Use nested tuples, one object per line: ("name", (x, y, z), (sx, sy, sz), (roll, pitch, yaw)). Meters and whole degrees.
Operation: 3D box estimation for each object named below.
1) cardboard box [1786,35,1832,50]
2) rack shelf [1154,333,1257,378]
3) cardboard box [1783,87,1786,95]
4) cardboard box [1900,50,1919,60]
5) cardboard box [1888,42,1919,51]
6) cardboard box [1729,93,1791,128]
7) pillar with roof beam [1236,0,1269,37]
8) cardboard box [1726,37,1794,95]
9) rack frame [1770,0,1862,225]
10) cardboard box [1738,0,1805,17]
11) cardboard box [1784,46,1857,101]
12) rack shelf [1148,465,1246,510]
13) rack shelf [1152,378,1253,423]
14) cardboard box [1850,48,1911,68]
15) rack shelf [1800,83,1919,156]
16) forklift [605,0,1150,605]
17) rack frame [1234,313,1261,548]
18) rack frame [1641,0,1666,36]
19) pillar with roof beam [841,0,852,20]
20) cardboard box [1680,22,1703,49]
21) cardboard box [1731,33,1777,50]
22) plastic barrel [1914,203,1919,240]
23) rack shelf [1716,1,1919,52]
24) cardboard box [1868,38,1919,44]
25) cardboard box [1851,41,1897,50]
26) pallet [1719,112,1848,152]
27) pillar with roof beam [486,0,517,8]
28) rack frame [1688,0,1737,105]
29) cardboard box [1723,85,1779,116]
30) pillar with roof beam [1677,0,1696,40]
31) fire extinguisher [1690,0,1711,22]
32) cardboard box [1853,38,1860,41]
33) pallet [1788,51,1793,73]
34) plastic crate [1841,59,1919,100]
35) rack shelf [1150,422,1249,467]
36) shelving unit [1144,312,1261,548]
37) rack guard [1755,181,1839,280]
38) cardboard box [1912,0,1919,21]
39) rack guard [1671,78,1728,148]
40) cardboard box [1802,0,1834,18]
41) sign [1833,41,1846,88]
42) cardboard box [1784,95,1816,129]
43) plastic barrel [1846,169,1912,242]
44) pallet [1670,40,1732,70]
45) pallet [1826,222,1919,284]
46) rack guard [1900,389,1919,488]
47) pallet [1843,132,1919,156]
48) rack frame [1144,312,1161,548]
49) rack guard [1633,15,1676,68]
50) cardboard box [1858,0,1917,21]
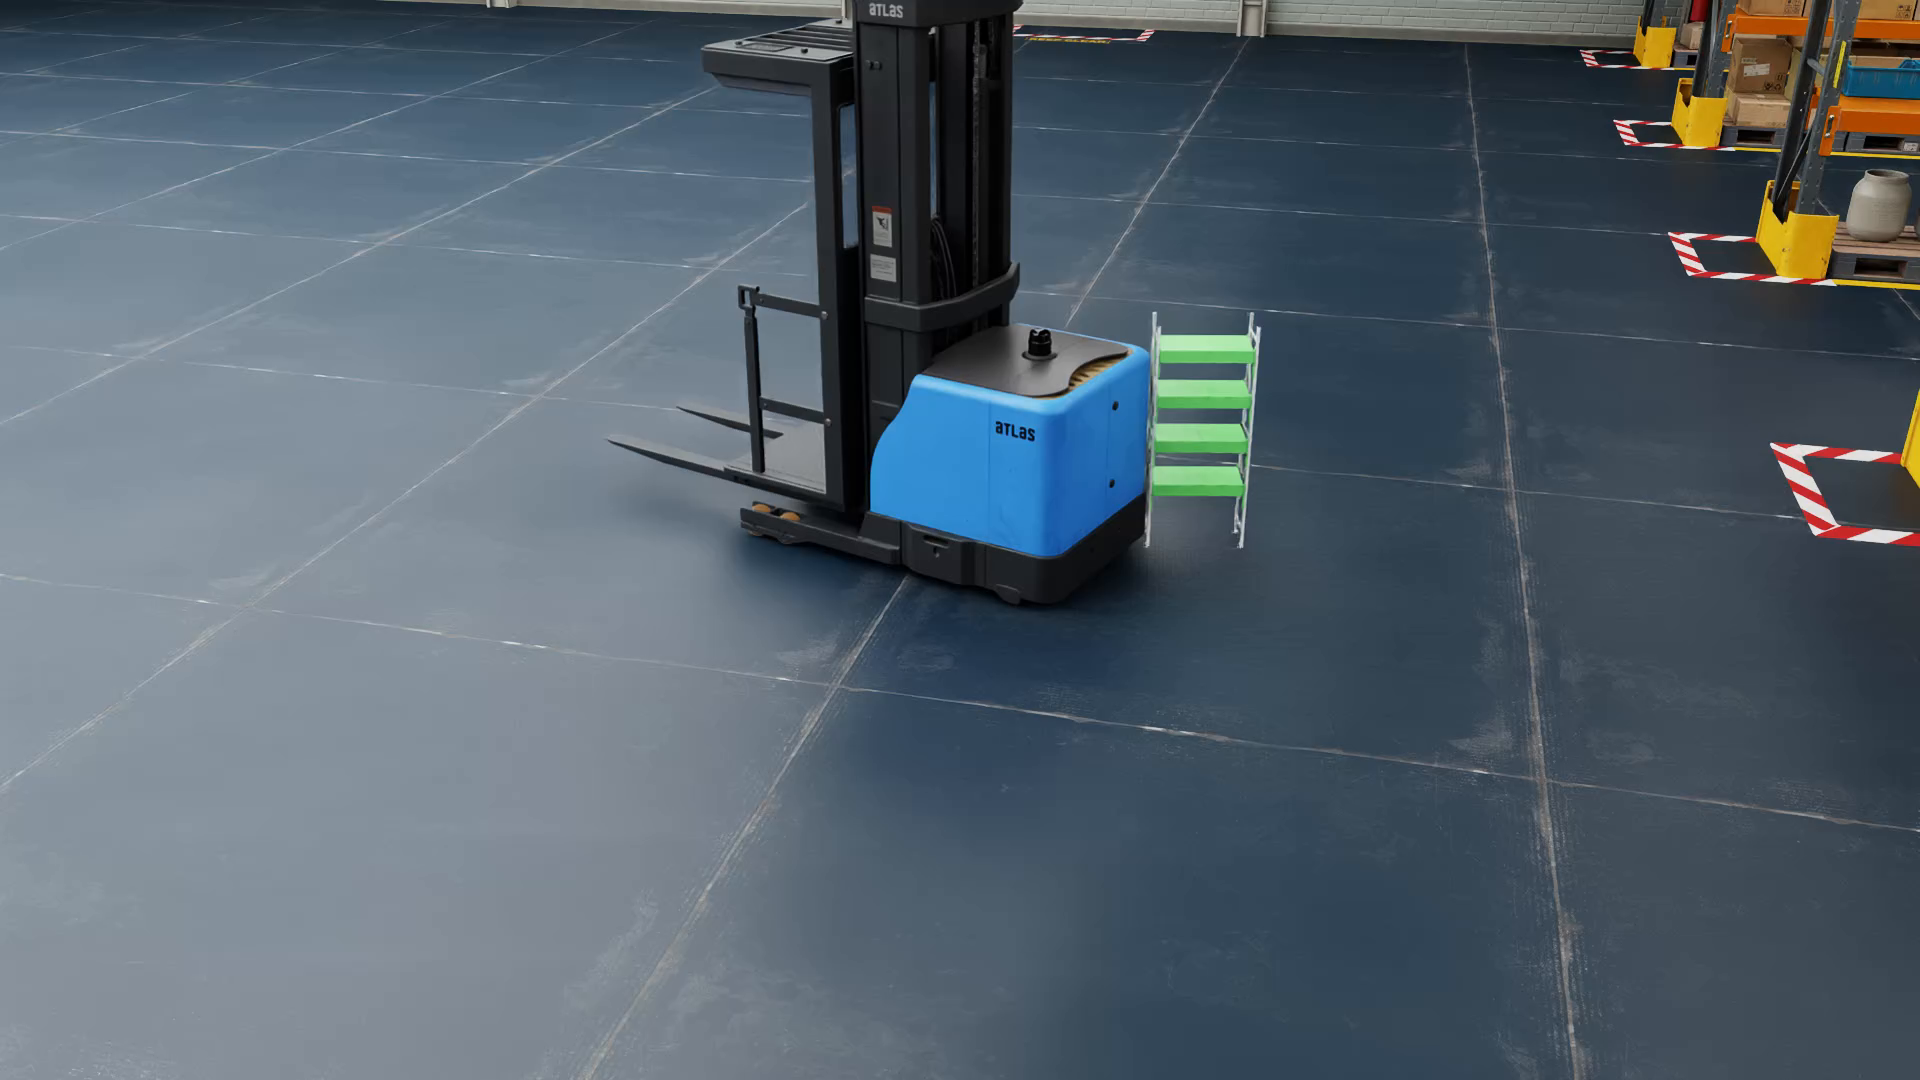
("cardboard box", (11.047, -6.563, 21.442), (0.500, 0.500, 0.700), (5, 26, 10))
("rack shelf", (1.222, -0.926, 8.330), (0.480, 0.148, 0.258), (0, 25, 0))
("cardboard box", (9.000, -4.667, 17.774), (0.500, 0.250, 0.500), (6, 26, 13))
("cardboard box", (9.835, -4.677, 16.922), (0.500, 0.500, 0.500), (6, 26, 13))
("cardboard box", (9.969, -4.900, 17.391), (0.500, 0.500, 0.500), (6, 26, 13))
("cardboard box", (8.383, -4.500, 17.423), (0.500, 0.250, 0.500), (6, 26, 13))
("pillar with roof beam", (3.160, -9.609, 18.464), (0.400, 9.000, 9.100), (6, 26, 13))
("cardboard box", (8.513, -5.055, 17.717), (0.500, 0.500, 0.500), (6, 26, 13))
("rack frame", (6.682, -3.640, 12.907), (0.127, 3.000, 1.000), (6, 26, 13))
("cardboard box", (8.368, -5.692, 17.100), (0.500, 0.500, 0.700), (6, 26, 13))
("cardboard box", (8.868, -4.786, 17.151), (0.500, 0.500, 0.500), (6, 26, 13))
("rack shelf", (1.222, -0.276, 8.640), (0.480, 0.148, 0.258), (0, 25, 0))
("rack shelf", (1.222, -0.709, 8.433), (0.480, 0.148, 0.258), (0, 25, 0))
("cardboard box", (9.356, -4.738, 17.050), (0.500, 0.500, 0.500), (6, 26, 13))
("rack shelf", (8.619, -3.101, 12.612), (4.000, 0.370, 1.077), (6, 26, 13))
("forklift", (-0.559, -1.475, 8.438), (3.031, 2.935, 1.130), (15, 29, 29))
("rack frame", (1.466, -0.549, 8.507), (0.015, 1.200, 0.240), (0, 25, 0))
("rack frame", (9.150, -7.765, 21.570), (0.127, 3.000, 1.000), (6, 26, 13))
("pillar with roof beam", (-2.651, -10.251, 19.813), (0.400, 9.000, 9.100), (6, 26, 13))
("cardboard box", (9.797, -6.638, 21.819), (0.500, 0.311, 0.500), (3, 26, 7))
("cardboard box", (10.349, -6.577, 21.691), (0.500, 0.311, 0.500), (9, 27, 17))
("plastic barrel", (7.824, -2.614, 13.158), (0.421, 0.512, 0.421), (0, 25, 0))
("rack shelf", (9.856, -5.163, 16.942), (4.000, 0.370, 1.077), (6, 26, 13))
("cardboard box", (12.008, -6.501, 21.312), (0.500, 0.500, 0.500), (4, 26, 9))
("cardboard box", (9.485, -4.954, 17.505), (0.500, 0.500, 0.500), (6, 26, 13))
("pallet", (8.670, -4.379, 17.702), (1.213, 0.211, 1.003), (6, 26, 13))
("pillar with roof beam", (-8.462, -10.894, 21.163), (0.400, 9.000, 9.100), (6, 26, 13))
("rack frame", (7.919, -5.702, 17.237), (0.127, 3.000, 1.000), (6, 26, 13))
("cardboard box", (8.512, -4.716, 17.876), (0.500, 0.250, 0.500), (6, 26, 13))
("pillar with roof beam", (8.971, -8.966, 17.115), (0.400, 9.000, 9.100), (6, 26, 13))
("fire extinguisher", (7.921, -5.873, 17.687), (0.183, 0.674, 0.296), (6, 26, 13))
("cardboard box", (11.479, -6.428, 21.566), (0.250, 0.149, 0.380), (4, 26, 9))
("pallet", (11.179, -6.264, 21.663), (1.213, 0.211, 1.003), (6, 26, 13))
("plastic crate", (7.241, -3.644, 13.088), (0.616, 0.251, 0.499), (6, 26, 13))
("rack shelf", (1.222, -0.492, 8.536), (0.480, 0.148, 0.258), (0, 25, 0))
("shelving unit", (1.222, -0.550, 8.509), (0.503, 1.200, 0.258), (0, 25, 0))
("rack guard", (6.767, -2.523, 13.468), (0.348, 0.500, 1.175), (6, 26, 13))
("cardboard box", (9.868, -5.527, 16.754), (0.500, 0.500, 0.700), (7, 26, 15))
("rack guard", (7.896, -4.576, 17.780), (0.348, 0.500, 1.175), (6, 26, 13))
("cardboard box", (8.878, -5.638, 16.986), (0.500, 0.500, 0.700), (7, 26, 14))
("sign", (6.541, -3.537, 12.367), (0.005, 0.325, 0.100), (6, 26, 13))
("cardboard box", (8.869, -4.448, 17.314), (0.500, 0.250, 0.500), (6, 26, 13))
("plastic barrel", (7.339, -2.668, 13.270), (0.421, 0.512, 0.421), (0, 25, 0))
("pallet", (10.001, -6.396, 21.939), (1.213, 0.211, 1.003), (6, 26, 13))
("pallet", (7.553, -2.304, 13.343), (1.213, 0.211, 1.003), (6, 26, 13))
("rack guard", (5.522, -0.442, 9.096), (0.348, 0.500, 1.175), (6, 26, 13))
("pallet", (9.848, -4.247, 17.425), (1.213, 0.211, 1.003), (6, 26, 13))
("rack frame", (0.978, -0.551, 8.511), (0.015, 1.200, 0.240), (0, 25, 0))
("rack guard", (9.223, -6.628, 22.090), (0.348, 0.500, 1.175), (6, 26, 13))
("cardboard box", (9.358, -5.582, 16.869), (0.500, 0.500, 0.700), (6, 26, 13))
